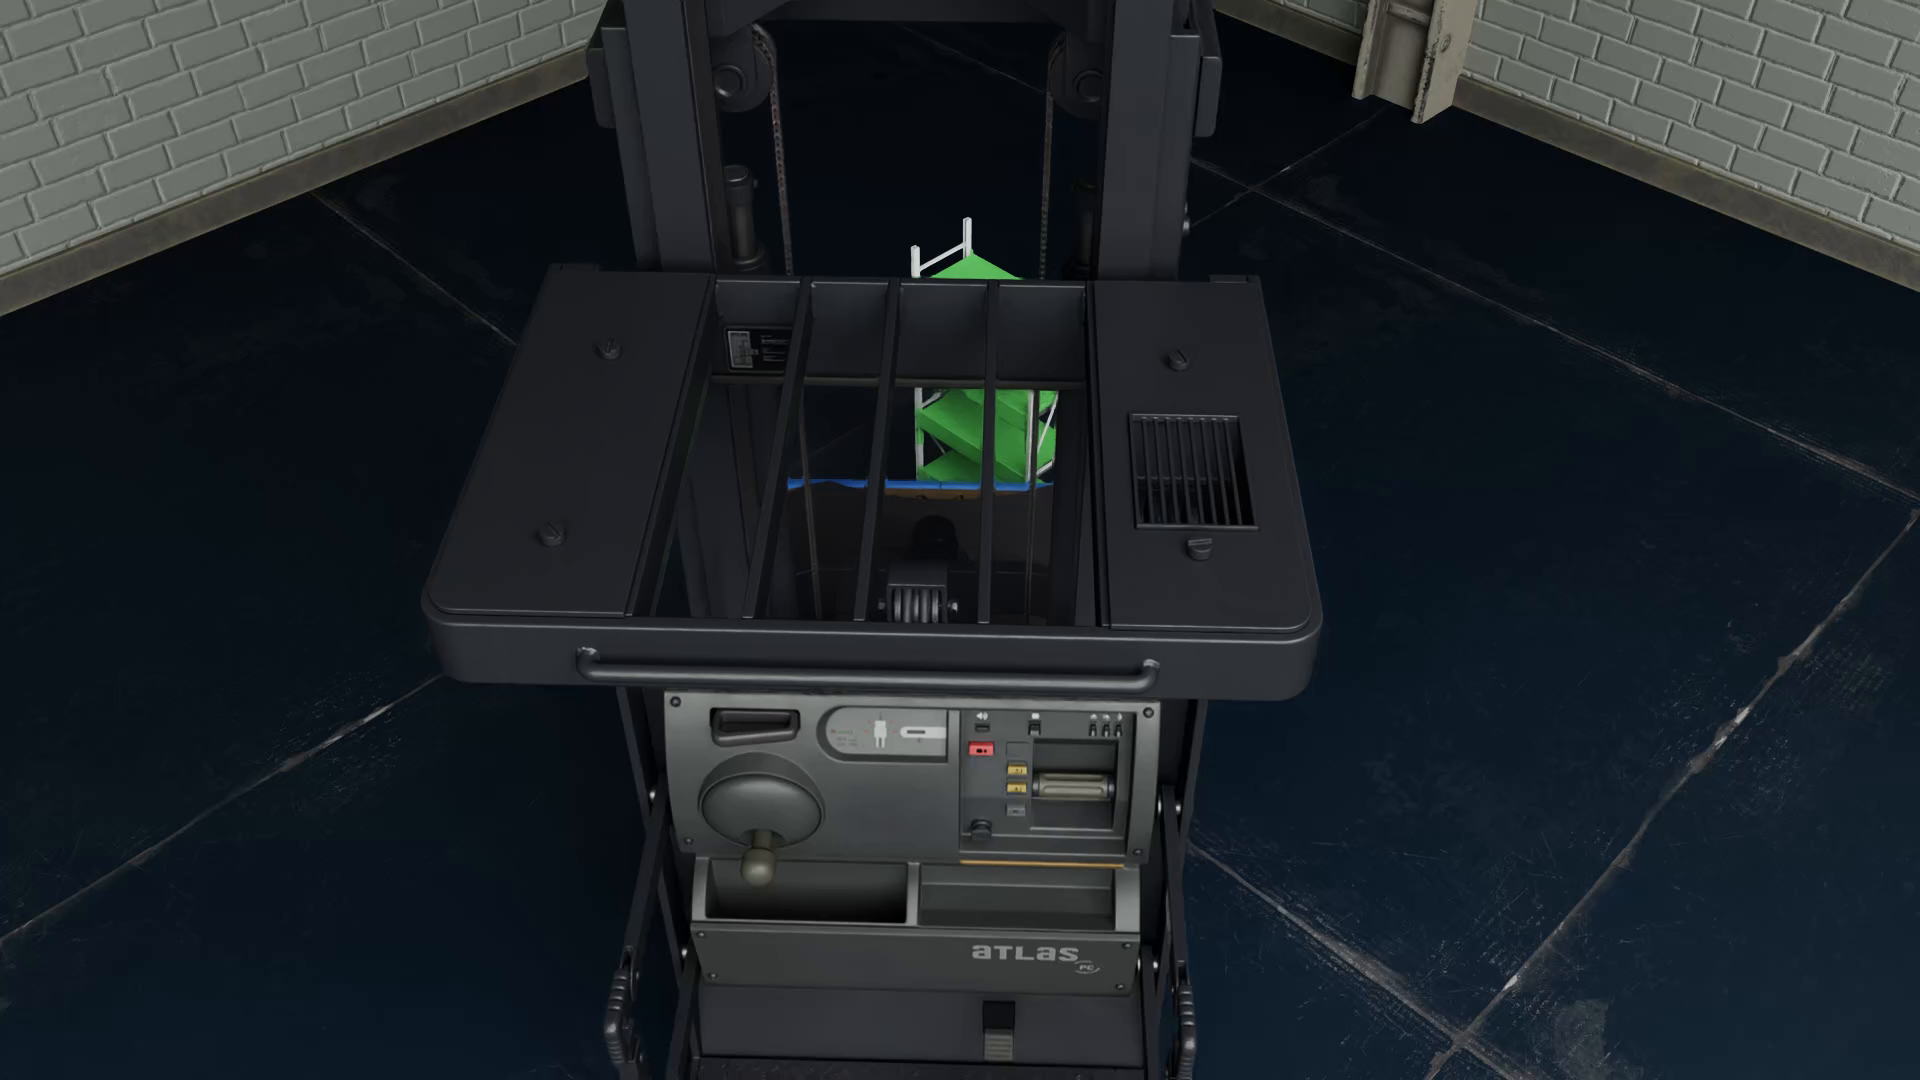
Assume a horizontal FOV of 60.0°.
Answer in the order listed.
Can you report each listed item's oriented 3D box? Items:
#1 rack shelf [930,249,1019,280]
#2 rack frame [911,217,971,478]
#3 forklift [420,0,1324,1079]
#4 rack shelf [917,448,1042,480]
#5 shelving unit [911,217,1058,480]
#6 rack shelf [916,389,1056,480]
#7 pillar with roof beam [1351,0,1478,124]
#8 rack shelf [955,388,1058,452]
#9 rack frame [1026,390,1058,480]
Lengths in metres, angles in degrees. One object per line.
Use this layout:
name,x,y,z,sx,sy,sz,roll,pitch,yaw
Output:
rack shelf,0.117,-0.667,4.974,0.258,0.148,0.480,-34,53,-31
rack frame,-0.055,-0.478,5.384,0.240,1.200,0.015,-34,53,-31
forklift,-0.096,0.549,2.996,1.130,2.935,3.031,1,43,1
rack shelf,0.117,-0.138,5.463,0.258,0.148,0.480,-34,53,-31
shelving unit,0.117,-0.361,5.257,0.258,1.200,0.503,-34,53,-31
rack shelf,0.117,-0.314,5.300,0.258,0.148,0.480,-34,53,-31
pillar with roof beam,-0.900,-3.380,2.777,9.100,9.000,0.400,-34,53,-31
rack shelf,0.117,-0.490,5.137,0.258,0.148,0.480,-34,53,-31
rack frame,0.289,-0.244,5.130,0.240,1.200,0.015,-34,53,-31
